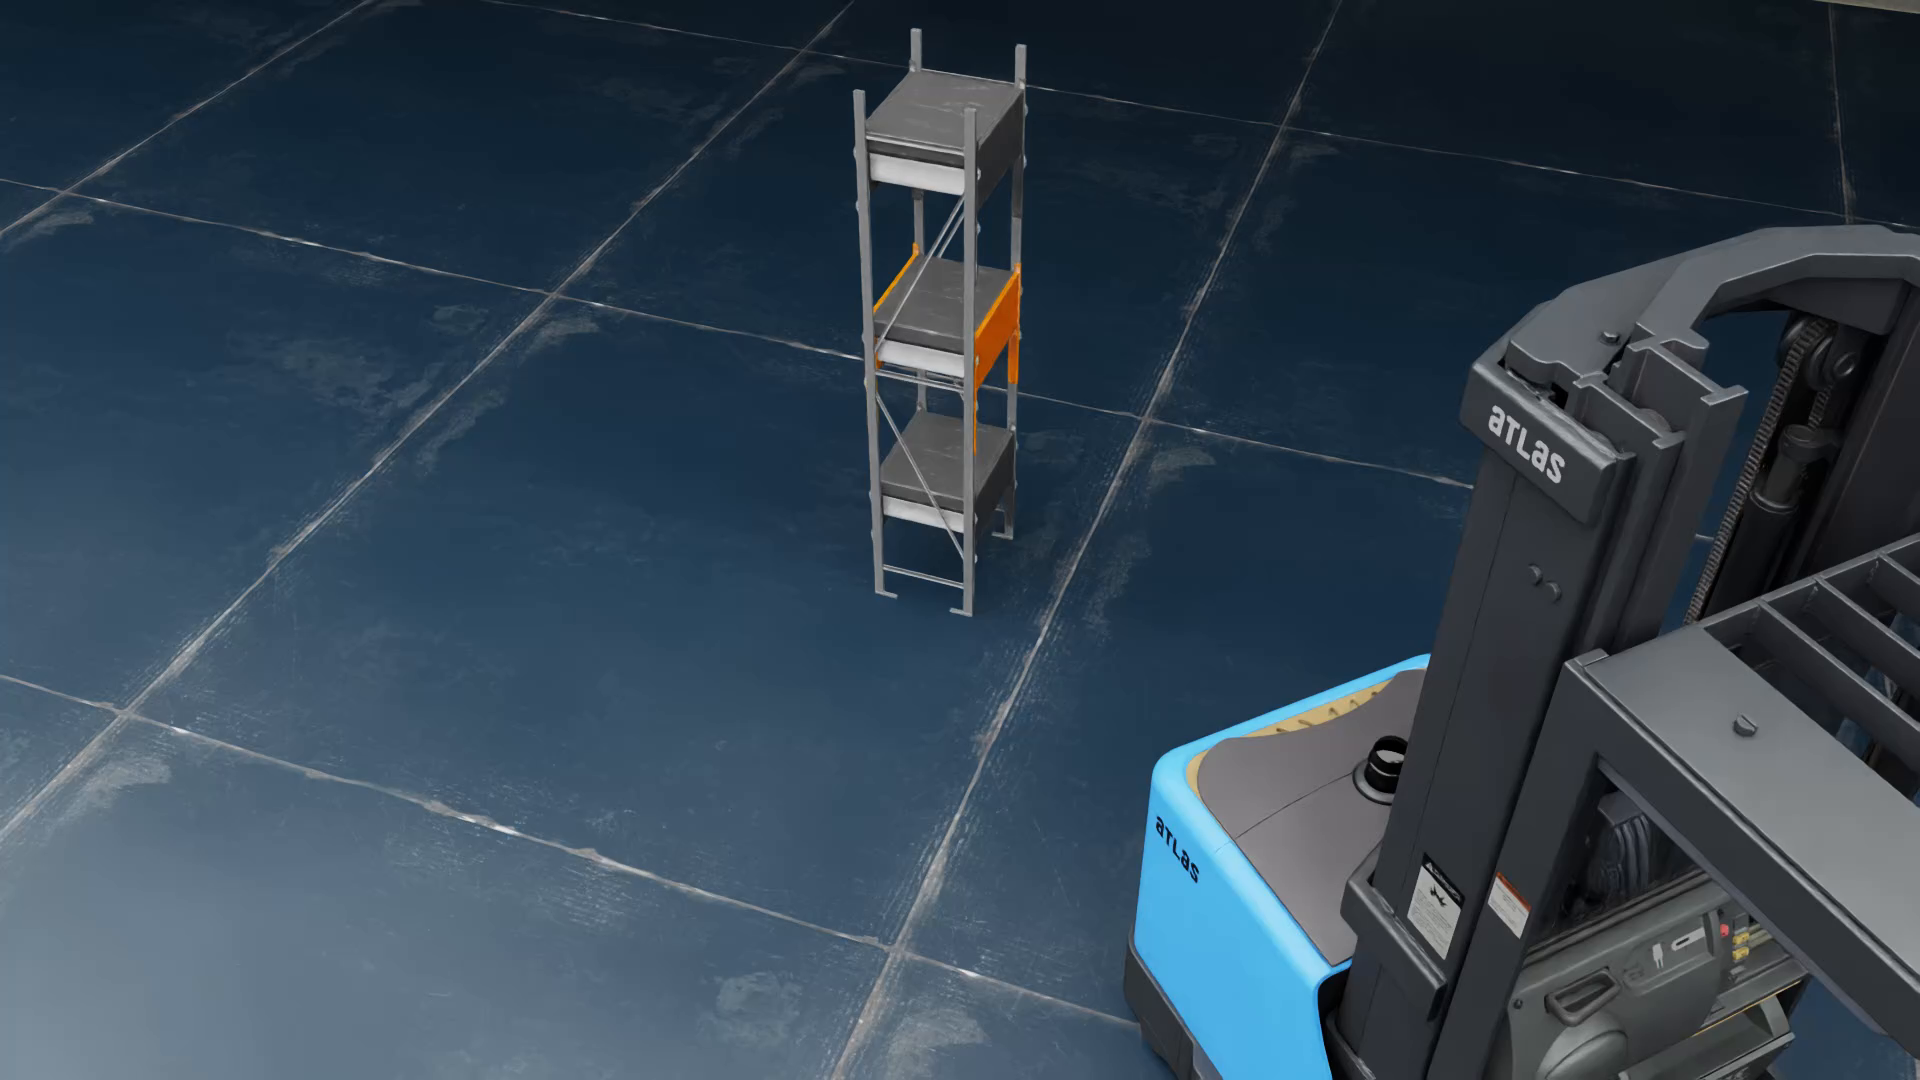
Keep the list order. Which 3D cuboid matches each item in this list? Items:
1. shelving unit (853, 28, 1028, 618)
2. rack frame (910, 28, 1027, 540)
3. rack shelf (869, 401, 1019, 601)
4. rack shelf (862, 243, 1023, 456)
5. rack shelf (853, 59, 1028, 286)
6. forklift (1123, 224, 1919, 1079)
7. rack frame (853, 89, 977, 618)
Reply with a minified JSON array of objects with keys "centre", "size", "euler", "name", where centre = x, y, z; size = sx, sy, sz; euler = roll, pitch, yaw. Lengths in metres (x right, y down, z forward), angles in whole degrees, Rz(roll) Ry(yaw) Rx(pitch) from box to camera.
[{"centre":[-0.057,-0.698,5.950],"size":[0.431,2.100,0.503],"euler":[13,42,15],"name":"shelving unit"},{"centre":[0.027,-0.847,6.125],"size":[0.400,2.100,0.015],"euler":[13,42,15],"name":"rack frame"},{"centre":[-0.057,-0.155,6.413],"size":[0.431,0.518,0.480],"euler":[13,42,15],"name":"rack shelf"},{"centre":[-0.057,-0.687,5.959],"size":[0.431,0.518,0.480],"euler":[13,42,15],"name":"rack shelf"},{"centre":[-0.057,-1.220,5.505],"size":[0.431,0.518,0.480],"euler":[13,42,15],"name":"rack shelf"},{"centre":[1.596,1.002,3.318],"size":[1.130,2.935,3.031],"euler":[-18,44,-20],"name":"forklift"},{"centre":[-0.140,-0.549,5.776],"size":[0.400,2.100,0.015],"euler":[13,42,15],"name":"rack frame"}]
